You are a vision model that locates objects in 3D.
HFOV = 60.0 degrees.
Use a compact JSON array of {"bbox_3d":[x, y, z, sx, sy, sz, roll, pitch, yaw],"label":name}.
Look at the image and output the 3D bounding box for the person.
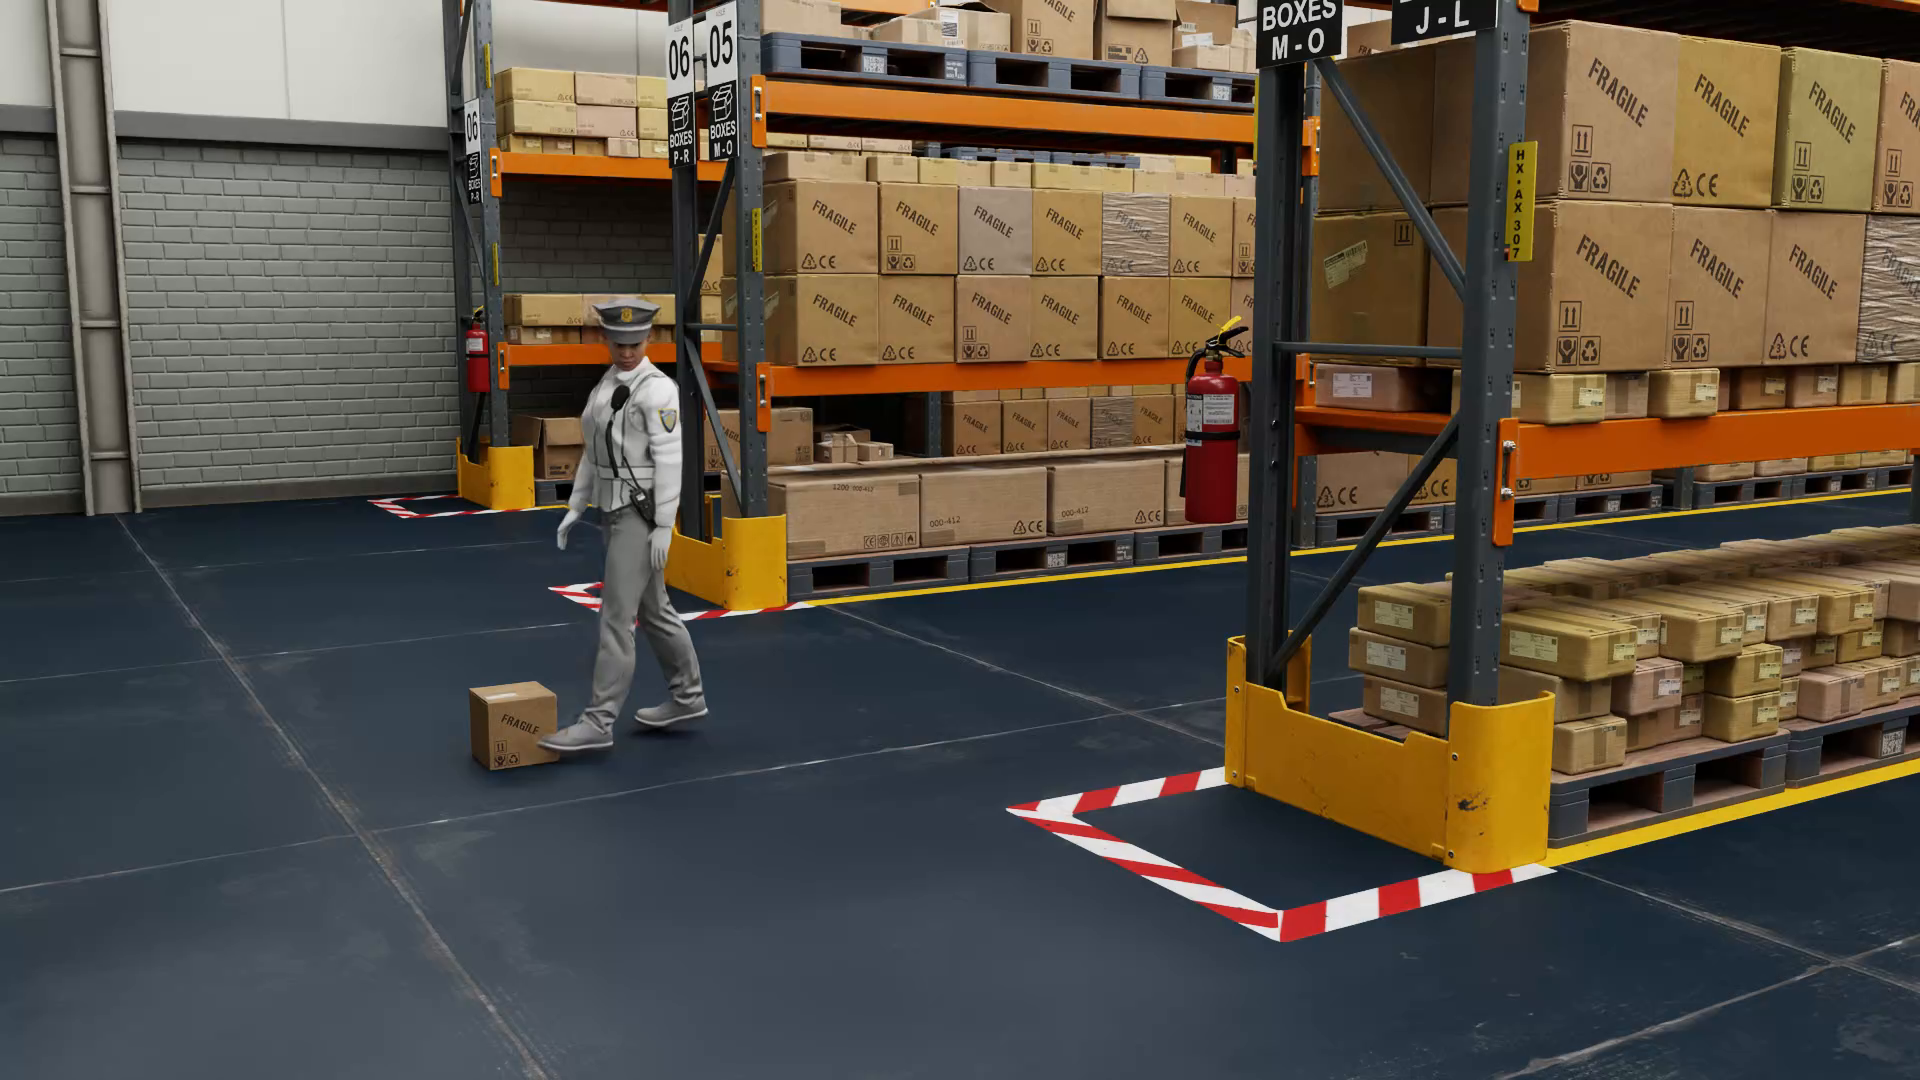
[{"bbox_3d":[-1.281,-0.069,6.184,0.725,1.646,0.521,-5,10,-30],"label":"person"}]
